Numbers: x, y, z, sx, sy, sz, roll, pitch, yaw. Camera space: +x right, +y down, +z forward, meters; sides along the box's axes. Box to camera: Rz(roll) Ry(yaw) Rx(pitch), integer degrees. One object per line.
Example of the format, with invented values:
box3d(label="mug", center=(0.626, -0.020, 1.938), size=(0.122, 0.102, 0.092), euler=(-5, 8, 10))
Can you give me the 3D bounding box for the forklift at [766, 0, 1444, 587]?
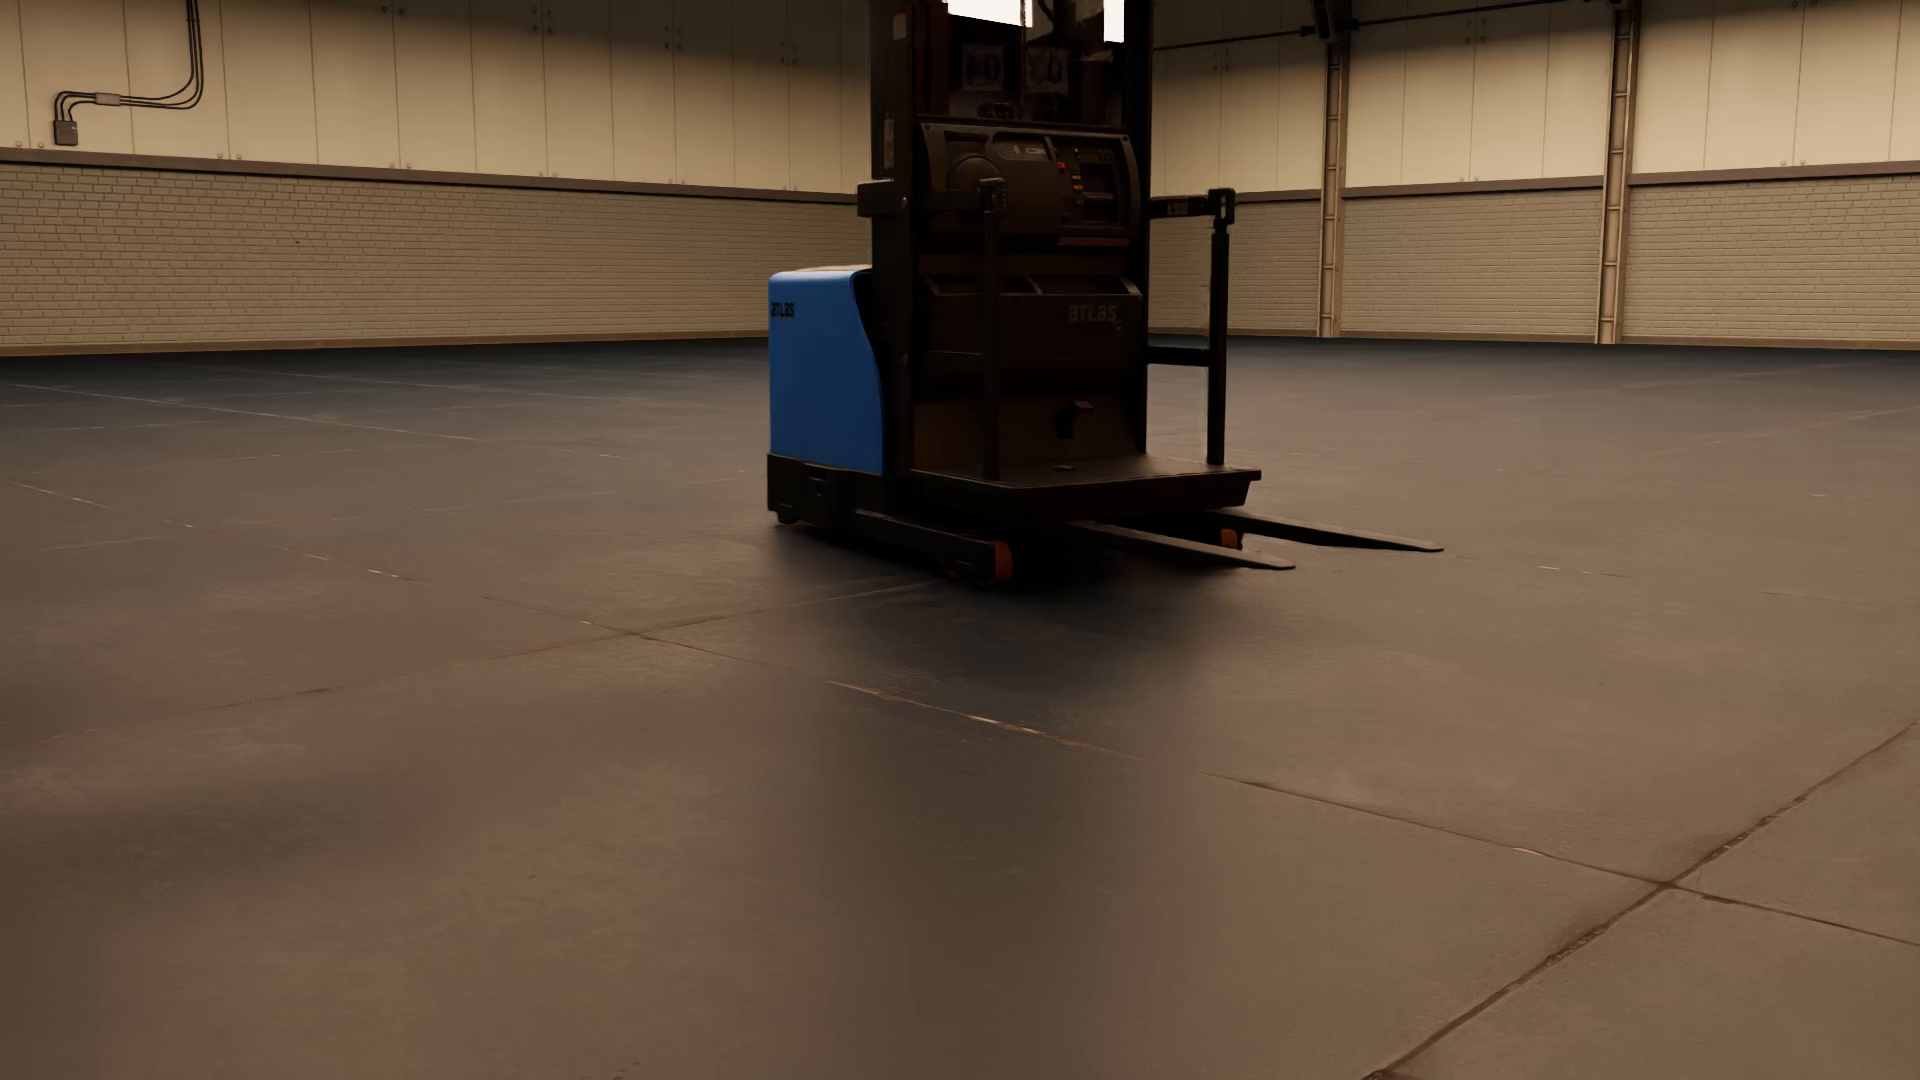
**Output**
box3d(label="forklift", center=(0.384, -1.367, 5.951), size=(1.130, 2.935, 3.031), euler=(-5, 10, -32))
